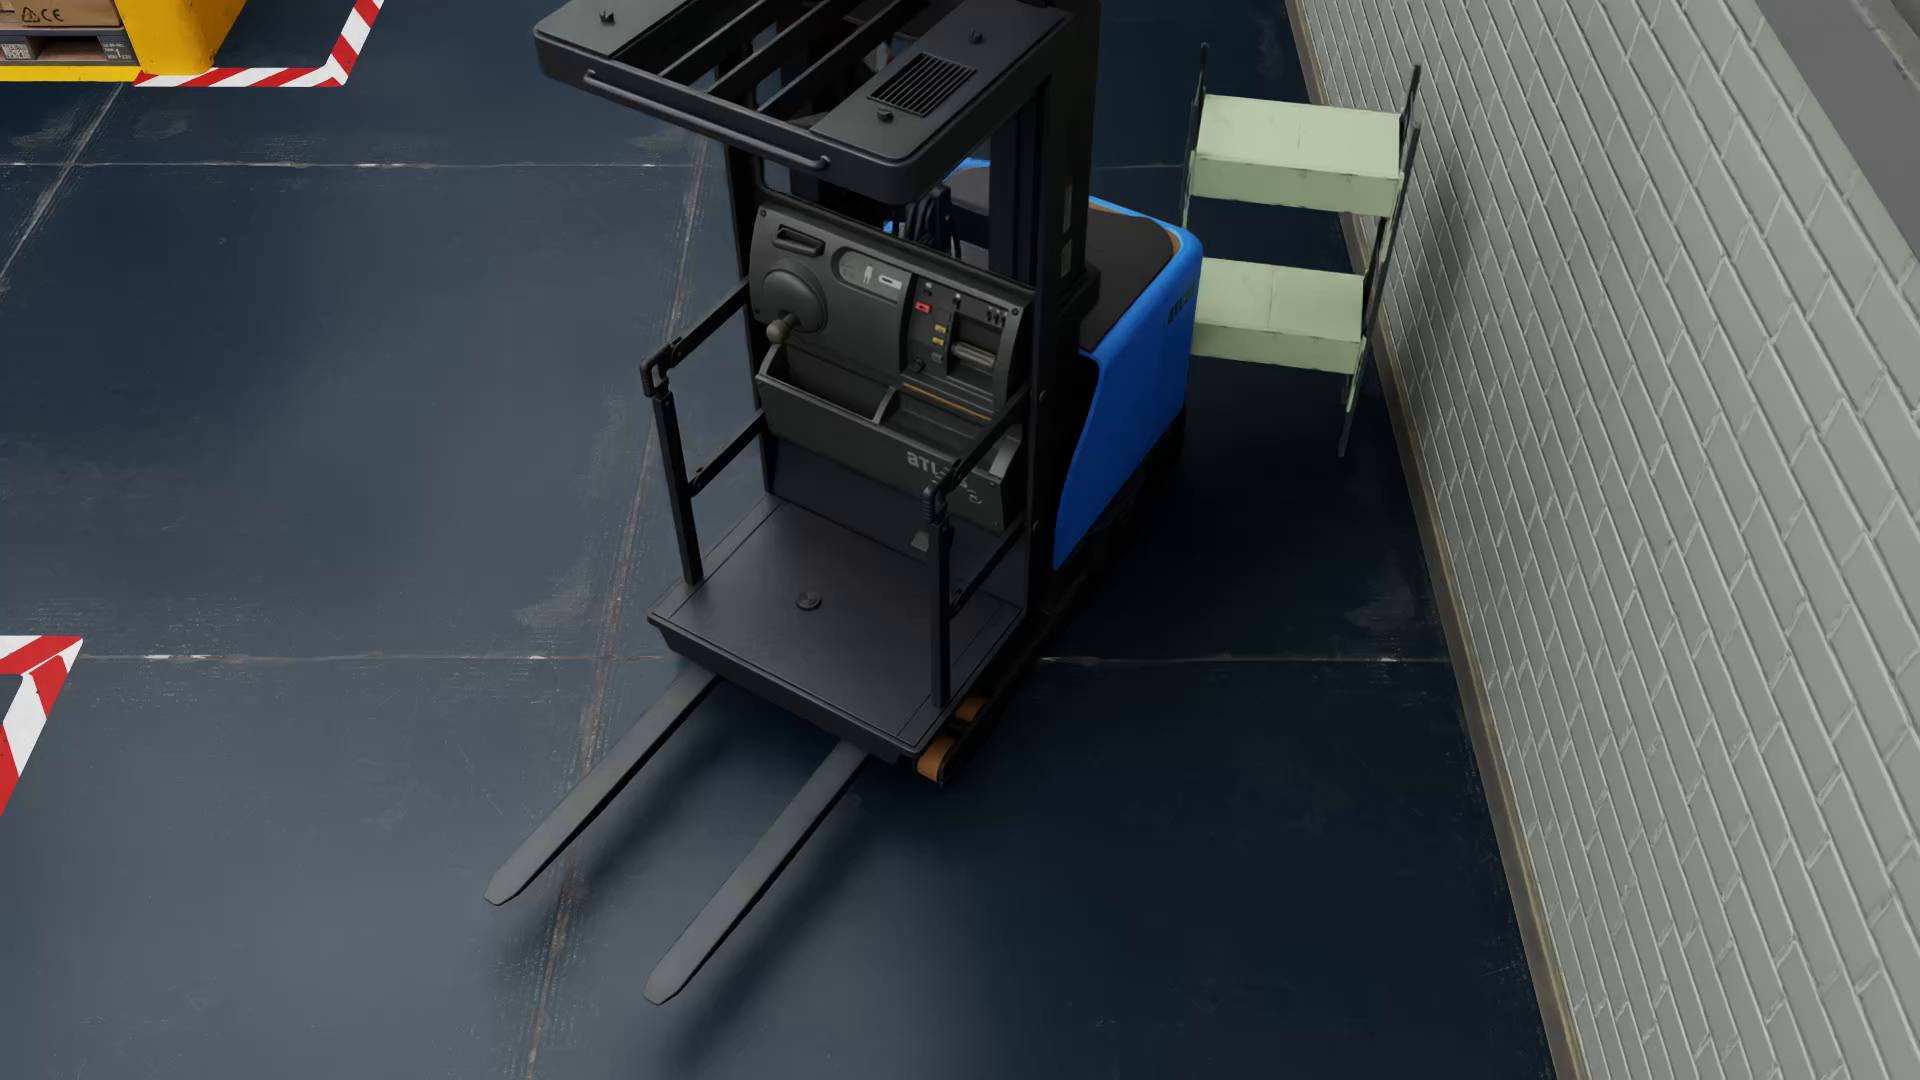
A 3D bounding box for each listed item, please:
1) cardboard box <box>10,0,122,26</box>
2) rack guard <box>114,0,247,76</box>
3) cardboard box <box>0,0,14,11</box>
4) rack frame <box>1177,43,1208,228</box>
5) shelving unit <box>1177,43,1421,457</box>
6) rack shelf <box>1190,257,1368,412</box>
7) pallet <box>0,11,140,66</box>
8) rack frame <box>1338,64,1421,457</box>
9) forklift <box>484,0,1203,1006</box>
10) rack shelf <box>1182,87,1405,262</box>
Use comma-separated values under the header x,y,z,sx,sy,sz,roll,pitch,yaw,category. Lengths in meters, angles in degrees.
x,y,z,sx,sy,sz,roll,pitch,yaw,category
-4.466,-2.930,8.335,0.500,0.500,0.500,0,47,0,cardboard box
-3.997,-2.959,8.663,0.348,0.500,1.175,0,47,0,rack guard
-4.870,-2.883,8.519,0.250,0.166,0.380,0,47,0,cardboard box
0.821,-1.085,6.235,0.023,1.500,0.400,8,48,7,rack frame
1.180,-1.034,6.188,0.755,1.500,0.431,8,48,7,shelving unit
1.180,-0.812,6.427,0.720,0.370,0.431,8,48,7,rack shelf
-4.794,-2.862,8.770,1.213,0.211,1.003,0,47,0,pallet
1.540,-0.984,6.141,0.023,1.500,0.400,8,48,7,rack frame
-0.341,-0.596,4.802,1.130,2.935,3.031,24,52,21,forklift
1.180,-1.300,5.902,0.720,0.370,0.431,8,48,7,rack shelf
